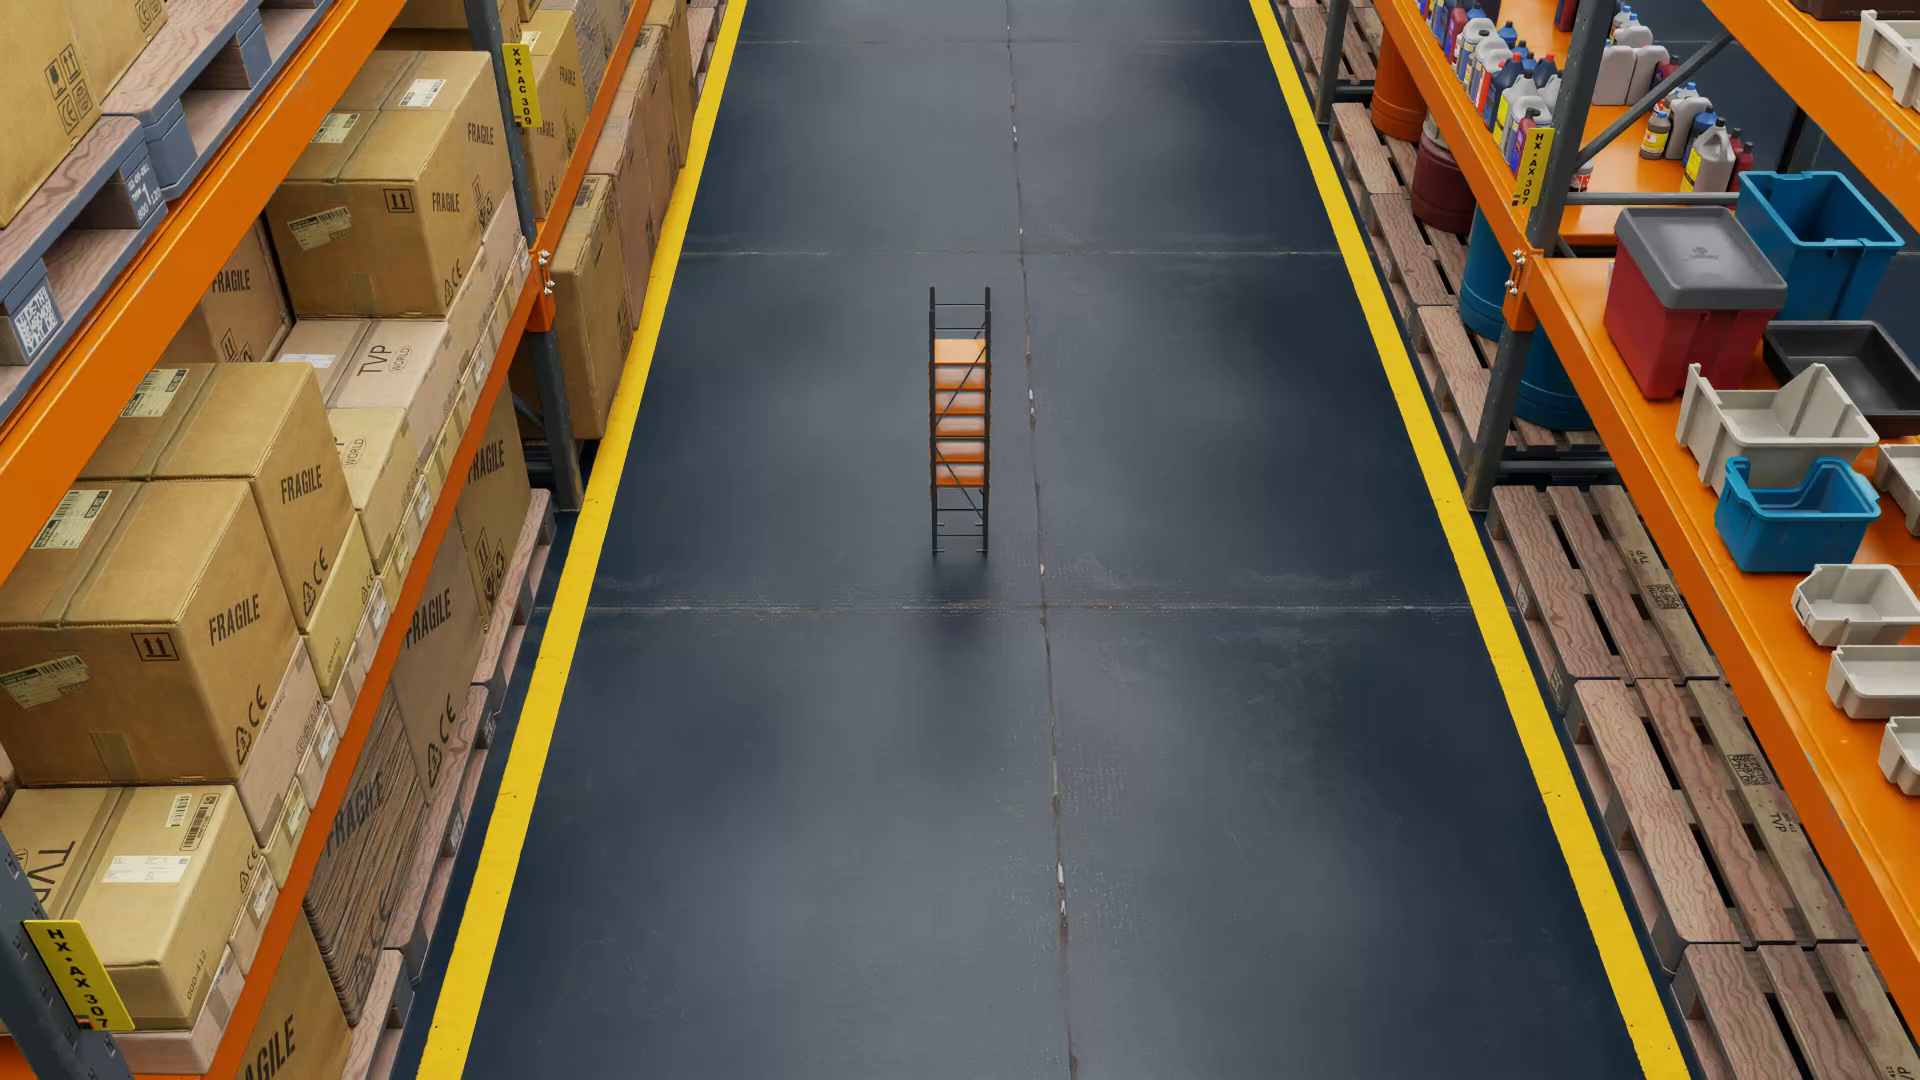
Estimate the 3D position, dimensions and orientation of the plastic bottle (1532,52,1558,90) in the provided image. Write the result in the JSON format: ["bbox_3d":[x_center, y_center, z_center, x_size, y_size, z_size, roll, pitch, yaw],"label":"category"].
[{"bbox_3d":[2.579,-2.000,7.387,0.144,0.351,0.185,0,39,0],"label":"plastic bottle"}]

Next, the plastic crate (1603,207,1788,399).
[{"bbox_3d":[2.513,-0.819,5.774,0.402,0.464,0.583,0,39,0],"label":"plastic crate"}]

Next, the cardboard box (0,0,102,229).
[{"bbox_3d":[-2.120,-0.914,3.097,0.700,0.500,0.500,-1,39,-2],"label":"cardboard box"}]

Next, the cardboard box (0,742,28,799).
[{"bbox_3d":[-2.451,0.498,4.112,0.500,0.250,0.500,-1,39,-1],"label":"cardboard box"}]

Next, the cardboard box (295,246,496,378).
[{"bbox_3d":[-1.924,-0.784,5.711,0.500,0.250,0.500,1,39,1],"label":"cardboard box"}]

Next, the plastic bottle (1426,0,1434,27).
[{"bbox_3d":[2.410,-2.715,8.342,0.097,0.271,0.097,0,39,0],"label":"plastic bottle"}]

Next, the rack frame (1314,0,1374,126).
[{"bbox_3d":[2.758,-3.830,9.631,1.000,3.000,0.127,0,39,0],"label":"rack frame"}]

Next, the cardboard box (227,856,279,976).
[{"bbox_3d":[-1.857,0.891,3.940,0.380,0.149,0.250,-1,39,-1],"label":"cardboard box"}]

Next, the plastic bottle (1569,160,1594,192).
[{"bbox_3d":[2.564,-1.509,6.894,0.097,0.201,0.097,0,39,0],"label":"plastic bottle"}]

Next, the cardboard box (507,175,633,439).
[{"bbox_3d":[-2.211,-1.060,7.538,1.225,0.875,0.875,0,39,0],"label":"cardboard box"}]

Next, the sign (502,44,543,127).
[{"bbox_3d":[-1.635,-1.696,6.212,0.100,0.325,0.005,0,39,0],"label":"sign"}]

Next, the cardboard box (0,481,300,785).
[{"bbox_3d":[-1.916,0.213,3.868,0.500,0.500,0.500,-1,39,-1],"label":"cardboard box"}]

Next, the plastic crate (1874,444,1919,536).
[{"bbox_3d":[3.066,-0.161,5.215,0.293,0.136,0.466,0,39,0],"label":"plastic crate"}]

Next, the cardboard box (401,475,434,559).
[{"bbox_3d":[-1.861,-0.074,5.145,0.380,0.149,0.250,1,39,1],"label":"cardboard box"}]

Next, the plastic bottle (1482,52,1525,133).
[{"bbox_3d":[2.435,-2.000,7.386,0.144,0.351,0.185,0,39,0],"label":"plastic bottle"}]

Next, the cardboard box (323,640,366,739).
[{"bbox_3d":[-1.859,0.409,4.542,0.380,0.149,0.250,-1,39,-1],"label":"cardboard box"}]

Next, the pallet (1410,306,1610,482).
[{"bbox_3d":[2.804,-0.723,7.984,1.003,0.211,1.213,0,39,0],"label":"pallet"}]

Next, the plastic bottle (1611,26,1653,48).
[{"bbox_3d":[3.142,-2.294,7.814,0.152,0.276,0.135,0,39,0],"label":"plastic bottle"}]

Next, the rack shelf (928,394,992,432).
[{"bbox_3d":[0.000,-0.536,6.839,0.258,0.103,0.180,0,39,0],"label":"rack shelf"}]

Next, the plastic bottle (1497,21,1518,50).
[{"bbox_3d":[2.563,-2.310,7.837,0.097,0.271,0.097,0,39,0],"label":"plastic bottle"}]

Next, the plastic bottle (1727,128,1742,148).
[{"bbox_3d":[3.189,-1.597,6.937,0.061,0.283,0.133,0,39,0],"label":"plastic bottle"}]

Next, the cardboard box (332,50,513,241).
[{"bbox_3d":[-1.922,-1.388,5.866,0.500,0.500,0.500,1,39,1],"label":"cardboard box"}]

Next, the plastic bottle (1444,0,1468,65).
[{"bbox_3d":[2.392,-2.447,7.999,0.061,0.283,0.133,0,39,0],"label":"plastic bottle"}]

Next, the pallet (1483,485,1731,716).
[{"bbox_3d":[2.803,0.219,6.808,1.003,0.211,1.213,0,39,0],"label":"pallet"}]

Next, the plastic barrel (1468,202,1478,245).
[{"bbox_3d":[2.867,-1.658,8.574,0.421,0.512,0.421,0,39,0],"label":"plastic barrel"}]

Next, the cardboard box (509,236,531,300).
[{"bbox_3d":[-1.862,-1.037,6.346,0.380,0.149,0.250,0,39,0],"label":"cardboard box"}]

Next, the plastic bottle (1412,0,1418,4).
[{"bbox_3d":[2.409,-2.920,8.598,0.097,0.271,0.097,0,39,0],"label":"plastic bottle"}]

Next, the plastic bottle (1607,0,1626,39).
[{"bbox_3d":[3.146,-2.545,8.067,0.144,0.351,0.185,0,39,0],"label":"plastic bottle"}]

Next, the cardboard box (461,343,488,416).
[{"bbox_3d":[-1.861,-0.555,5.744,0.380,0.149,0.250,1,39,1],"label":"cardboard box"}]

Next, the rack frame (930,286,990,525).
[{"bbox_3d":[0.000,-0.534,6.957,0.240,1.200,0.006,0,39,0],"label":"rack frame"}]

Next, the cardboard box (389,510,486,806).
[{"bbox_3d":[-2.268,0.315,5.821,0.875,0.875,0.875,0,39,0],"label":"cardboard box"}]

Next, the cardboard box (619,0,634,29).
[{"bbox_3d":[-1.948,-2.921,8.416,0.500,0.500,0.500,-1,39,-2],"label":"cardboard box"}]

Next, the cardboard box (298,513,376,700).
[{"bbox_3d":[-1.920,0.179,4.510,0.500,0.250,0.500,-1,39,-2],"label":"cardboard box"}]

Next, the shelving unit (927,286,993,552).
[{"bbox_3d":[0.000,-0.477,6.886,0.258,1.200,0.189,0,39,0],"label":"shelving unit"}]

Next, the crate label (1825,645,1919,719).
[{"bbox_3d":[2.575,0.387,4.532,0.396,0.136,0.243,0,39,0],"label":"crate label"}]

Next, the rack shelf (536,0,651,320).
[{"bbox_3d":[-2.192,-2.295,8.291,1.077,0.370,4.000,0,39,0],"label":"rack shelf"}]

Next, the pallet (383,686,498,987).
[{"bbox_3d":[-2.263,1.003,5.830,1.003,0.211,1.213,0,39,0],"label":"pallet"}]

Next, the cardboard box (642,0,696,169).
[{"bbox_3d":[-2.214,-2.730,9.621,1.225,0.875,0.875,-2,39,-2],"label":"cardboard box"}]

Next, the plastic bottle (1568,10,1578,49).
[{"bbox_3d":[3.025,-2.487,8.057,0.097,0.271,0.097,0,39,0],"label":"plastic bottle"}]

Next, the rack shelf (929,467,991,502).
[{"bbox_3d":[0.000,-0.255,7.064,0.258,0.103,0.180,0,39,0],"label":"rack shelf"}]

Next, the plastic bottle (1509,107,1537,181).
[{"bbox_3d":[2.393,-1.674,7.034,0.061,0.283,0.133,0,39,0],"label":"plastic bottle"}]

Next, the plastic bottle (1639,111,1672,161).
[{"bbox_3d":[3.018,-1.758,7.204,0.097,0.201,0.097,0,39,0],"label":"plastic bottle"}]

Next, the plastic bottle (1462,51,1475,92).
[{"bbox_3d":[2.411,-2.198,7.753,0.097,0.201,0.097,0,39,0],"label":"plastic bottle"}]

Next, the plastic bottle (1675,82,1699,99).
[{"bbox_3d":[3.170,-1.870,7.288,0.097,0.271,0.097,0,39,0],"label":"plastic bottle"}]

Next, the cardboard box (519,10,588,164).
[{"bbox_3d":[-1.942,-1.967,7.226,0.500,0.500,0.500,0,39,0],"label":"cardboard box"}]

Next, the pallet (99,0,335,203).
[{"bbox_3d":[-2.201,-1.189,4.007,1.003,0.211,1.213,0,39,0],"label":"pallet"}]

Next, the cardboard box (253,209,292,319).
[{"bbox_3d":[-2.452,-1.068,5.466,0.500,0.500,0.500,0,39,0],"label":"cardboard box"}]

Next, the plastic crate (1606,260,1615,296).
[{"bbox_3d":[2.621,-0.958,6.210,0.396,0.136,0.243,0,39,0],"label":"plastic crate"}]

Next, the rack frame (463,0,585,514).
[{"bbox_3d":[-2.190,-1.325,6.505,1.000,3.000,0.127,0,39,0],"label":"rack frame"}]

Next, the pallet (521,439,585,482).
[{"bbox_3d":[-2.266,-0.720,7.979,1.003,0.211,1.213,0,39,0],"label":"pallet"}]
